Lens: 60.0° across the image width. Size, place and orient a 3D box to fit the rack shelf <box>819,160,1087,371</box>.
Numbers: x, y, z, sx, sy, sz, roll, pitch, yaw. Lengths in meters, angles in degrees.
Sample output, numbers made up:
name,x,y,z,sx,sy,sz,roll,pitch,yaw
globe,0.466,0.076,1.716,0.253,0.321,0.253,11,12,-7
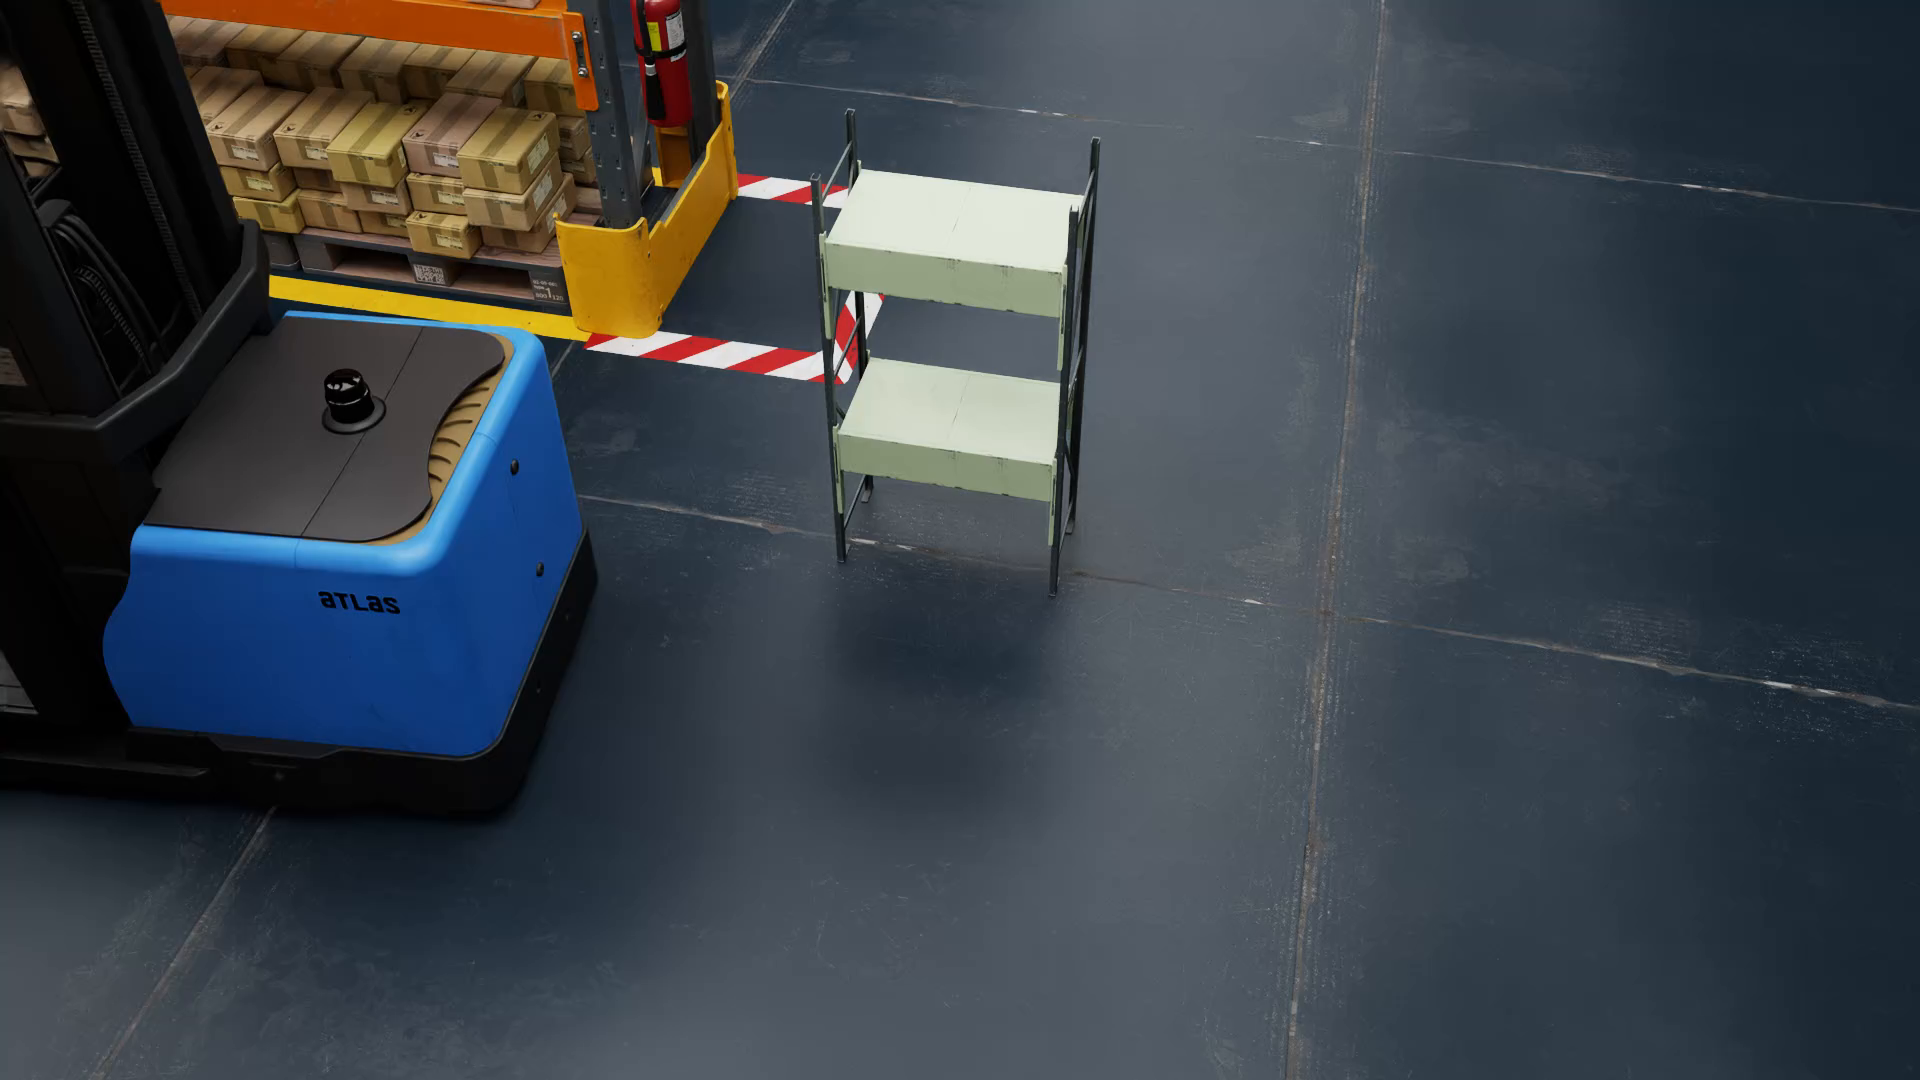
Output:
name,x,y,z,sx,sy,sz,roll,pitch,yaw
rack shelf,-0.007,-0.823,4.960,0.720,0.370,0.431,9,45,9

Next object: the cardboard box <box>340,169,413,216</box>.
name,x,y,z,sx,sy,sz,roll,pitch,yaw
cardboard box,-2.271,-1.472,6.655,0.250,0.149,0.380,7,44,7

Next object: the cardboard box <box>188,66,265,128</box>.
name,x,y,z,sx,sy,sz,roll,pitch,yaw
cardboard box,-3.018,-1.754,6.733,0.250,0.149,0.380,7,44,8

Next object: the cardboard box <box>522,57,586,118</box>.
name,x,y,z,sx,sy,sz,roll,pitch,yaw
cardboard box,-1.623,-1.925,6.910,0.250,0.149,0.380,7,44,7

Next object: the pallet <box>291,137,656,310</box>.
name,x,y,z,sx,sy,sz,roll,pitch,yaw
pallet,-2.045,-1.431,7.084,1.213,0.211,1.003,9,45,9

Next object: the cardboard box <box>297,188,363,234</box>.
name,x,y,z,sx,sy,sz,roll,pitch,yaw
cardboard box,-2.501,-1.437,6.833,0.250,0.149,0.380,9,45,9

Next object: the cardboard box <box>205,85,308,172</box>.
name,x,y,z,sx,sy,sz,roll,pitch,yaw
cardboard box,-2.784,-1.639,6.614,0.250,0.149,0.380,10,45,11

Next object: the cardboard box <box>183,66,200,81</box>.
name,x,y,z,sx,sy,sz,roll,pitch,yaw
cardboard box,-3.279,-1.775,6.755,0.250,0.149,0.380,9,45,9

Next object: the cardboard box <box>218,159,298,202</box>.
name,x,y,z,sx,sy,sz,roll,pitch,yaw
cardboard box,-2.779,-1.542,6.728,0.250,0.149,0.380,9,45,10

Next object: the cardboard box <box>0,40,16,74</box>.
name,x,y,z,sx,sy,sz,roll,pitch,yaw
cardboard box,-4.026,-1.918,6.903,0.250,0.149,0.380,8,44,8

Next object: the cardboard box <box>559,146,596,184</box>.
name,x,y,z,sx,sy,sz,roll,pitch,yaw
cardboard box,-1.628,-1.697,7.103,0.250,0.149,0.380,10,45,10

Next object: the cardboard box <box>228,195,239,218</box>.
name,x,y,z,sx,sy,sz,roll,pitch,yaw
cardboard box,-3.026,-1.488,6.886,0.250,0.149,0.380,10,45,10

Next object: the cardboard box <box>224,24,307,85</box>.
name,x,y,z,sx,sy,sz,roll,pitch,yaw
cardboard box,-2.912,-2.110,7.104,0.250,0.149,0.380,9,45,10

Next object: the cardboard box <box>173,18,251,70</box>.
name,x,y,z,sx,sy,sz,roll,pitch,yaw
cardboard box,-3.178,-2.084,7.076,0.250,0.149,0.380,9,45,9

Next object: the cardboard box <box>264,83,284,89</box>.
name,x,y,z,sx,sy,sz,roll,pitch,yaw
cardboard box,-2.935,-1.919,7.119,0.250,0.149,0.380,11,45,11

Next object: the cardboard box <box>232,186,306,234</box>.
name,x,y,z,sx,sy,sz,roll,pitch,yaw
cardboard box,-2.764,-1.433,6.829,0.250,0.149,0.380,7,44,7

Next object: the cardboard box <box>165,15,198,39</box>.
name,x,y,z,sx,sy,sz,roll,pitch,yaw
cardboard box,-3.397,-2.195,7.192,0.250,0.149,0.380,7,44,8

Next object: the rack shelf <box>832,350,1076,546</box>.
name,x,y,z,sx,sy,sz,roll,pitch,yaw
rack shelf,-0.007,-0.306,5.457,0.720,0.370,0.431,9,45,9

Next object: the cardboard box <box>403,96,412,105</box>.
name,x,y,z,sx,sy,sz,roll,pitch,yaw
cardboard box,-2.381,-1.930,7.131,0.250,0.149,0.380,10,45,10

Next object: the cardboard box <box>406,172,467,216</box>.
name,x,y,z,sx,sy,sz,roll,pitch,yaw
cardboard box,-2.007,-1.471,6.654,0.250,0.149,0.380,8,44,8

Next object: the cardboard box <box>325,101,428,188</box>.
name,x,y,z,sx,sy,sz,roll,pitch,yaw
cardboard box,-2.271,-1.554,6.526,0.250,0.149,0.380,8,44,8

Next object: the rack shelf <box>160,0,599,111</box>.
name,x,y,z,sx,sy,sz,roll,pitch,yaw
rack shelf,-3.138,-2.320,6.517,4.000,0.370,1.077,9,45,9

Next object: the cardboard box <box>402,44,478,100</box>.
name,x,y,z,sx,sy,sz,roll,pitch,yaw
cardboard box,-2.137,-2.010,6.999,0.250,0.149,0.380,9,45,9

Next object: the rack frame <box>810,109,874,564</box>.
name,x,y,z,sx,sy,sz,roll,pitch,yaw
rack frame,-0.364,-0.597,5.289,0.023,1.500,0.400,9,45,9

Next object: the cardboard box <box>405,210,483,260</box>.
name,x,y,z,sx,sy,sz,roll,pitch,yaw
cardboard box,-2.019,-1.310,6.701,0.250,0.149,0.380,10,45,10

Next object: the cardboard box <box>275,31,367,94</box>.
name,x,y,z,sx,sy,sz,roll,pitch,yaw
cardboard box,-2.665,-2.040,7.030,0.250,0.149,0.380,10,45,11

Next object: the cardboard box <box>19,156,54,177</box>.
name,x,y,z,sx,sy,sz,roll,pitch,yaw
cardboard box,-3.762,-1.670,7.075,0.250,0.149,0.380,7,44,7

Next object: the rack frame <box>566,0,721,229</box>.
name,x,y,z,sx,sy,sz,roll,pitch,yaw
rack frame,-1.186,-2.277,5.952,0.127,3.000,1.000,9,45,9

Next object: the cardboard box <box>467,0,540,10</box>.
name,x,y,z,sx,sy,sz,roll,pitch,yaw
cardboard box,-1.566,-2.044,5.892,0.250,0.149,0.380,9,45,9

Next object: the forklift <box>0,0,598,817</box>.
name,x,y,z,sx,sy,sz,roll,pitch,yaw
forklift,-2.751,-0.691,4.354,3.031,2.935,1.130,5,44,5

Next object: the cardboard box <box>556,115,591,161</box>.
name,x,y,z,sx,sy,sz,roll,pitch,yaw
cardboard box,-1.641,-1.761,6.955,0.250,0.149,0.380,11,45,11

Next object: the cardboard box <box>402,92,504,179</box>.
name,x,y,z,sx,sy,sz,roll,pitch,yaw
cardboard box,-1.991,-1.601,6.574,0.250,0.149,0.380,10,45,10

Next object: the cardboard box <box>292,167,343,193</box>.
name,x,y,z,sx,sy,sz,roll,pitch,yaw
cardboard box,-2.511,-1.583,6.770,0.250,0.149,0.380,8,45,9

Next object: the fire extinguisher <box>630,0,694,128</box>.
name,x,y,z,sx,sy,sz,roll,pitch,yaw
fire extinguisher,-1.041,-1.764,5.744,0.183,0.674,0.296,9,45,9

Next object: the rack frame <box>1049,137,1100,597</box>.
name,x,y,z,sx,sy,sz,roll,pitch,yaw
rack frame,0.351,-0.486,5.173,0.023,1.500,0.400,9,45,9

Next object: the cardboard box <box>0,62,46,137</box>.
name,x,y,z,sx,sy,sz,roll,pitch,yaw
cardboard box,-3.795,-1.824,6.806,0.250,0.149,0.380,10,45,10

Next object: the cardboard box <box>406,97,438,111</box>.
name,x,y,z,sx,sy,sz,roll,pitch,yaw
cardboard box,-2.155,-1.818,7.014,0.250,0.149,0.380,9,45,10

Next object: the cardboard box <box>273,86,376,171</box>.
name,x,y,z,sx,sy,sz,roll,pitch,yaw
cardboard box,-2.510,-1.636,6.611,0.250,0.149,0.380,7,44,7

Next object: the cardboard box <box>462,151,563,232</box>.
name,x,y,z,sx,sy,sz,roll,pitch,yaw
cardboard box,-1.764,-1.395,6.575,0.250,0.149,0.380,8,44,8

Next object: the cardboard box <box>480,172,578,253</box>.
name,x,y,z,sx,sy,sz,roll,pitch,yaw
cardboard box,-1.745,-1.340,6.732,0.250,0.149,0.380,10,45,10

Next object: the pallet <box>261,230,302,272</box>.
name,x,y,z,sx,sy,sz,roll,pitch,yaw
pallet,-3.232,-1.617,7.278,1.213,0.211,1.003,9,45,9

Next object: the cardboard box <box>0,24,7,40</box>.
name,x,y,z,sx,sy,sz,roll,pitch,yaw
cardboard box,-3.947,-2.206,7.203,0.250,0.149,0.380,10,45,10

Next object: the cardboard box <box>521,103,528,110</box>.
name,x,y,z,sx,sy,sz,roll,pitch,yaw
cardboard box,-1.896,-1.841,7.038,0.250,0.149,0.380,9,45,9

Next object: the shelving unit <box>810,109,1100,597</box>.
name,x,y,z,sx,sy,sz,roll,pitch,yaw
shelving unit,-0.007,-0.541,5.231,0.755,1.500,0.431,9,45,9

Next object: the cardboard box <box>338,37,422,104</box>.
name,x,y,z,sx,sy,sz,roll,pitch,yaw
cardboard box,-2.397,-1.991,6.980,0.250,0.149,0.380,7,44,7

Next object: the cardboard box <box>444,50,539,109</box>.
name,x,y,z,sx,sy,sz,roll,pitch,yaw
cardboard box,-1.919,-1.885,6.869,0.250,0.149,0.380,10,45,10

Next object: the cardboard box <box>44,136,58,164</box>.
name,x,y,z,sx,sy,sz,roll,pitch,yaw
cardboard box,-3.535,-1.671,6.861,0.250,0.149,0.380,9,45,9

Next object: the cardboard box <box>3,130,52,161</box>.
name,x,y,z,sx,sy,sz,roll,pitch,yaw
cardboard box,-3.768,-1.752,6.946,0.250,0.149,0.380,11,45,11

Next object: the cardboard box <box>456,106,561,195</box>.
name,x,y,z,sx,sy,sz,roll,pitch,yaw
cardboard box,-1.758,-1.524,6.494,0.250,0.149,0.380,9,45,10

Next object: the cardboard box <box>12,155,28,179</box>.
name,x,y,z,sx,sy,sz,roll,pitch,yaw
cardboard box,-4.032,-1.687,7.092,0.250,0.149,0.380,8,44,8

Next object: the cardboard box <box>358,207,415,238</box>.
name,x,y,z,sx,sy,sz,roll,pitch,yaw
cardboard box,-2.258,-1.408,6.803,0.250,0.149,0.380,9,45,9

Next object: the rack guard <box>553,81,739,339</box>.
name,x,y,z,sx,sy,sz,roll,pitch,yaw
rack guard,-1.260,-1.388,6.831,0.348,0.500,1.175,9,45,9
